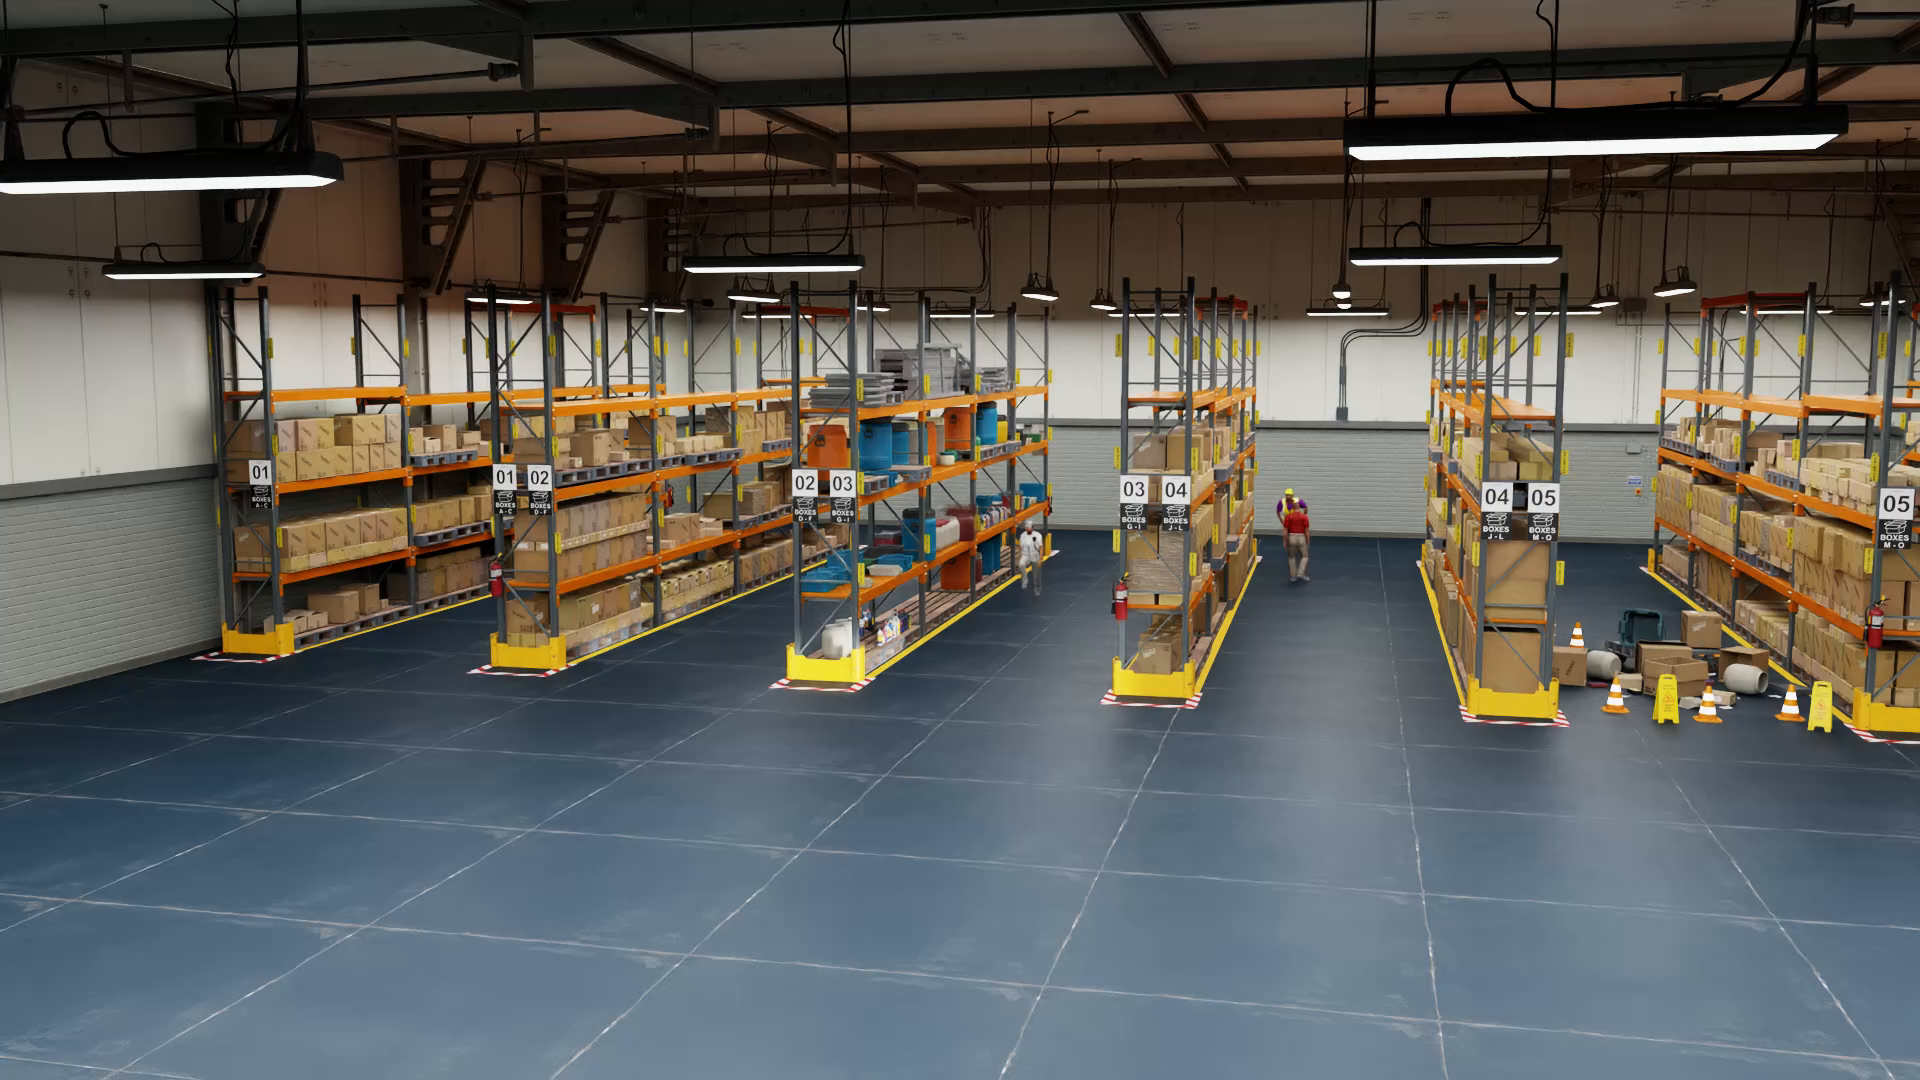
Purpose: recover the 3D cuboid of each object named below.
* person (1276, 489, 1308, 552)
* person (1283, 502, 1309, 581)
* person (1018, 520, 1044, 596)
[{"bbox_3d":[8.005,-0.427,40.120,0.744,1.659,0.723,3,7,21],"label":"person"},{"bbox_3d":[7.246,0.043,35.801,0.575,1.723,0.545,1,7,11],"label":"person"},{"bbox_3d":[1.421,0.382,33.037,0.497,1.572,1.035,1,7,10],"label":"person"}]
